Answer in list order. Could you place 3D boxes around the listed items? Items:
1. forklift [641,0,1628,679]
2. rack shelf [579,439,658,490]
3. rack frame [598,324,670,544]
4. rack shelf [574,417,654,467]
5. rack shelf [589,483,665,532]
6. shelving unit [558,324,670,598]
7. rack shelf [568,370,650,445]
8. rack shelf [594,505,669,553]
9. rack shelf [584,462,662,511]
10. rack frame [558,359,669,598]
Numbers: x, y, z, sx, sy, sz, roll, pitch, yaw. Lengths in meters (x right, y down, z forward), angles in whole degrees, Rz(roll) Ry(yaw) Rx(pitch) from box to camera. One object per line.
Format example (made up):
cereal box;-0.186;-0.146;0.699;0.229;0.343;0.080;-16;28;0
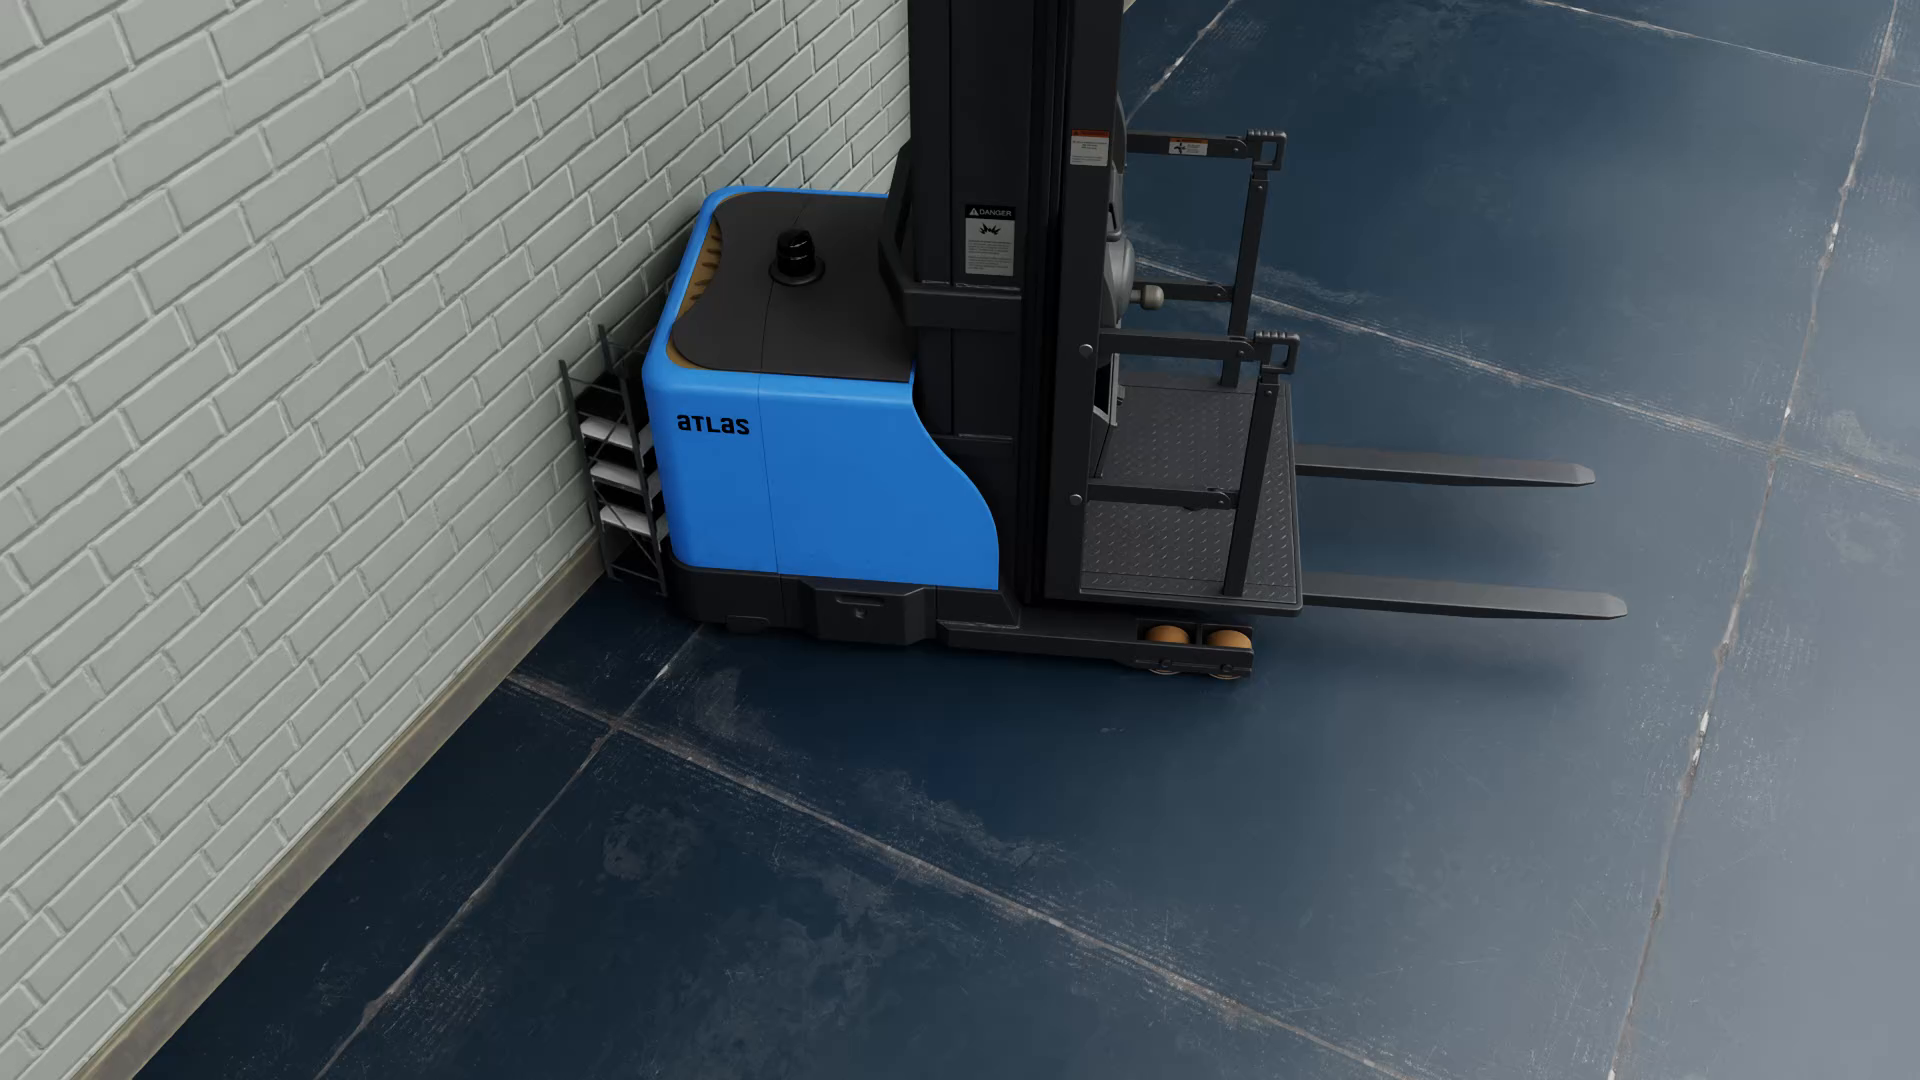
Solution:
forklift;0.620;-0.985;4.663;3.031;2.935;1.130;4;45;4
rack shelf;-1.048;-0.281;5.305;0.258;0.077;0.200;17;45;20
rack frame;-1.002;-0.301;5.410;0.240;0.900;0.006;17;45;20
rack shelf;-1.050;-0.348;5.245;0.258;0.077;0.200;17;45;20
rack shelf;-1.043;-0.147;5.426;0.258;0.077;0.200;17;45;20
shelving unit;-1.046;-0.239;5.343;0.258;0.900;0.210;17;45;20
rack shelf;-1.052;-0.415;5.185;0.258;0.077;0.200;17;45;20
rack shelf;-1.041;-0.081;5.486;0.258;0.077;0.200;17;45;20
rack shelf;-1.045;-0.214;5.365;0.258;0.077;0.200;17;45;20
rack frame;-1.090;-0.177;5.276;0.240;0.900;0.006;17;45;20
